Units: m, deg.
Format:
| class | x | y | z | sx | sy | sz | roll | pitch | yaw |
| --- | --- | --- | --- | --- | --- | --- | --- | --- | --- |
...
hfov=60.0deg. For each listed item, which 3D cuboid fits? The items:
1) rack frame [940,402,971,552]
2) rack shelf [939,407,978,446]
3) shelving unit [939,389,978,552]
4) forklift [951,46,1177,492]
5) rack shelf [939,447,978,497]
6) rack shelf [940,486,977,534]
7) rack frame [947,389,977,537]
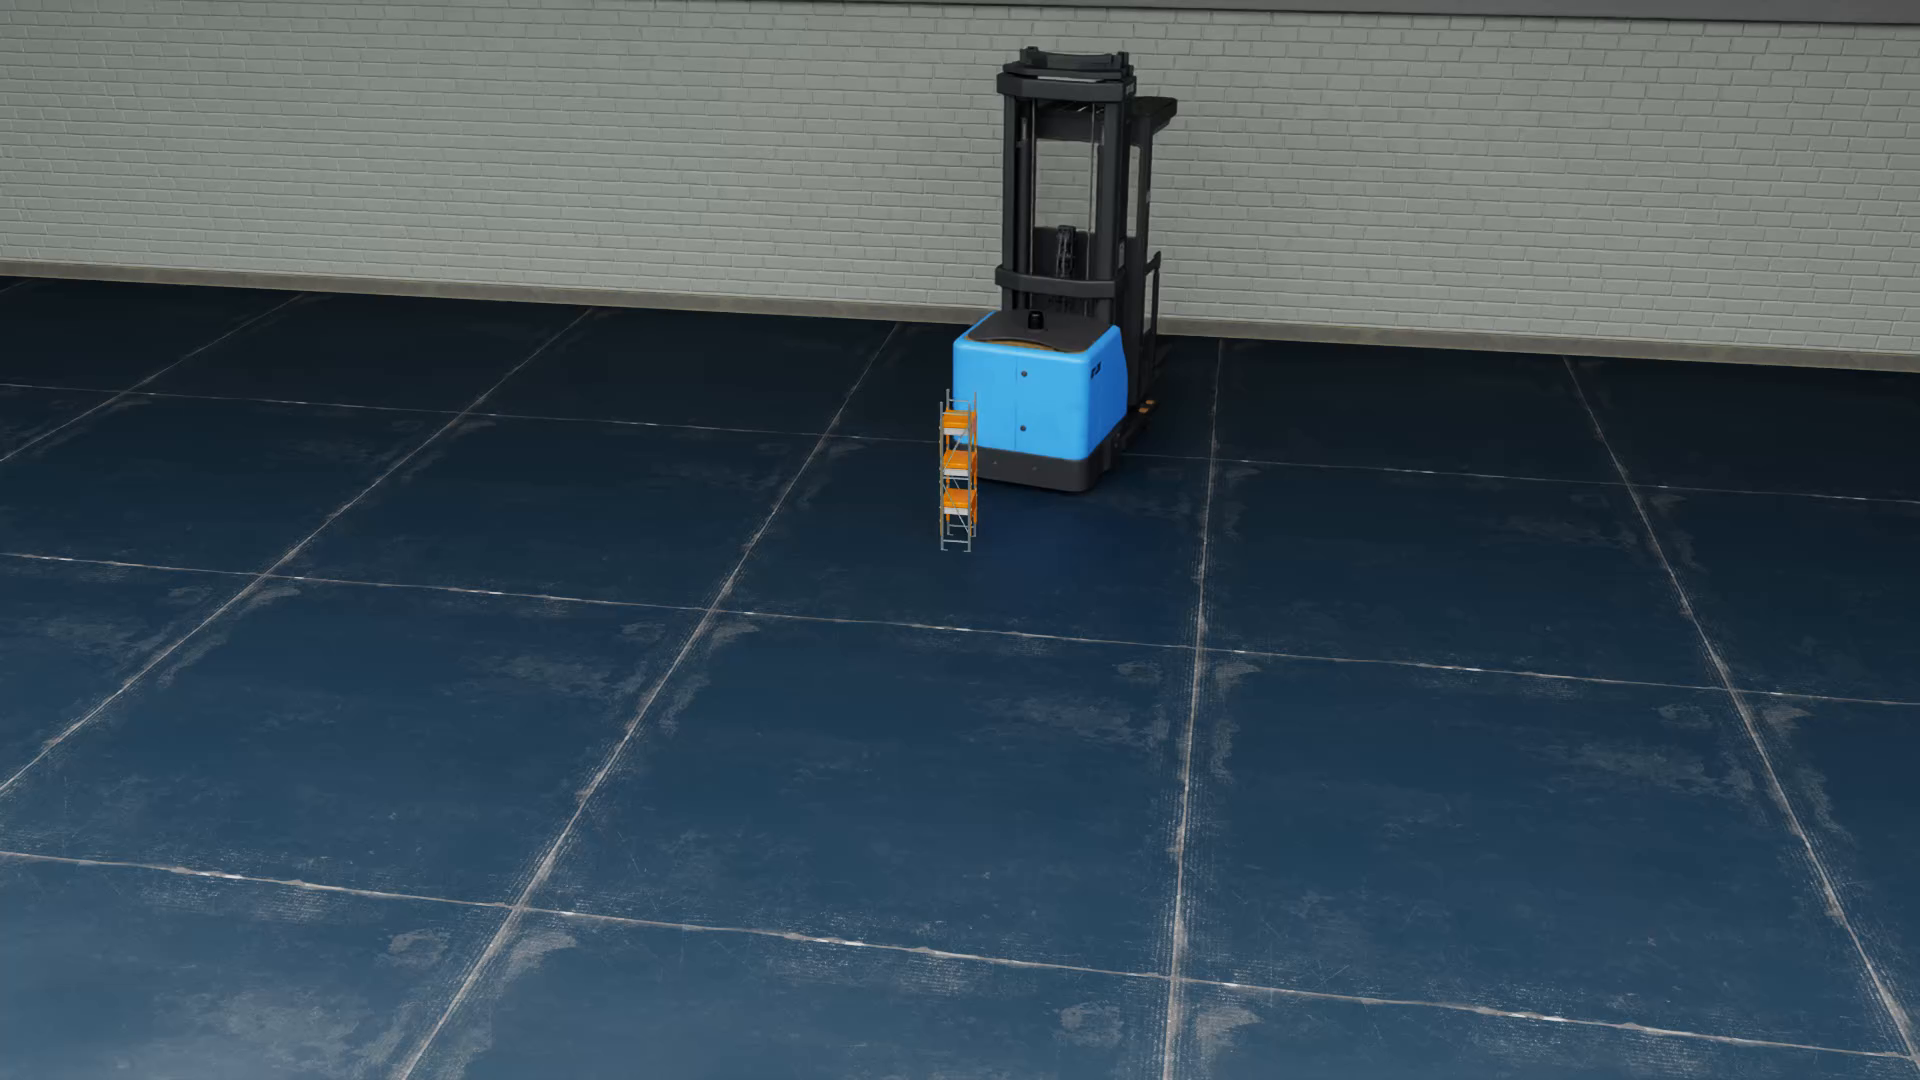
| class | x | y | z | sx | sy | sz | roll | pitch | yaw |
| --- | --- | --- | --- | --- | --- | --- | --- | --- | --- |
| rack frame | -0.029 | -0.402 | 10.871 | 0.200 | 1.050 | 0.008 | 4 | 25 | 9 |
| rack shelf | -0.009 | -0.701 | 10.864 | 0.215 | 0.259 | 0.240 | 4 | 25 | 9 |
| shelving unit | -0.009 | -0.453 | 10.980 | 0.215 | 1.050 | 0.252 | 4 | 25 | 9 |
| forklift | 0.956 | -2.267 | 12.636 | 1.130 | 2.935 | 3.031 | 10 | 27 | 20 |
| rack shelf | -0.009 | -0.444 | 10.984 | 0.215 | 0.259 | 0.240 | 4 | 25 | 9 |
| rack shelf | -0.009 | -0.192 | 11.102 | 0.215 | 0.259 | 0.240 | 4 | 25 | 9 |
| rack frame | 0.011 | -0.504 | 11.089 | 0.200 | 1.050 | 0.008 | 4 | 25 | 9 |
